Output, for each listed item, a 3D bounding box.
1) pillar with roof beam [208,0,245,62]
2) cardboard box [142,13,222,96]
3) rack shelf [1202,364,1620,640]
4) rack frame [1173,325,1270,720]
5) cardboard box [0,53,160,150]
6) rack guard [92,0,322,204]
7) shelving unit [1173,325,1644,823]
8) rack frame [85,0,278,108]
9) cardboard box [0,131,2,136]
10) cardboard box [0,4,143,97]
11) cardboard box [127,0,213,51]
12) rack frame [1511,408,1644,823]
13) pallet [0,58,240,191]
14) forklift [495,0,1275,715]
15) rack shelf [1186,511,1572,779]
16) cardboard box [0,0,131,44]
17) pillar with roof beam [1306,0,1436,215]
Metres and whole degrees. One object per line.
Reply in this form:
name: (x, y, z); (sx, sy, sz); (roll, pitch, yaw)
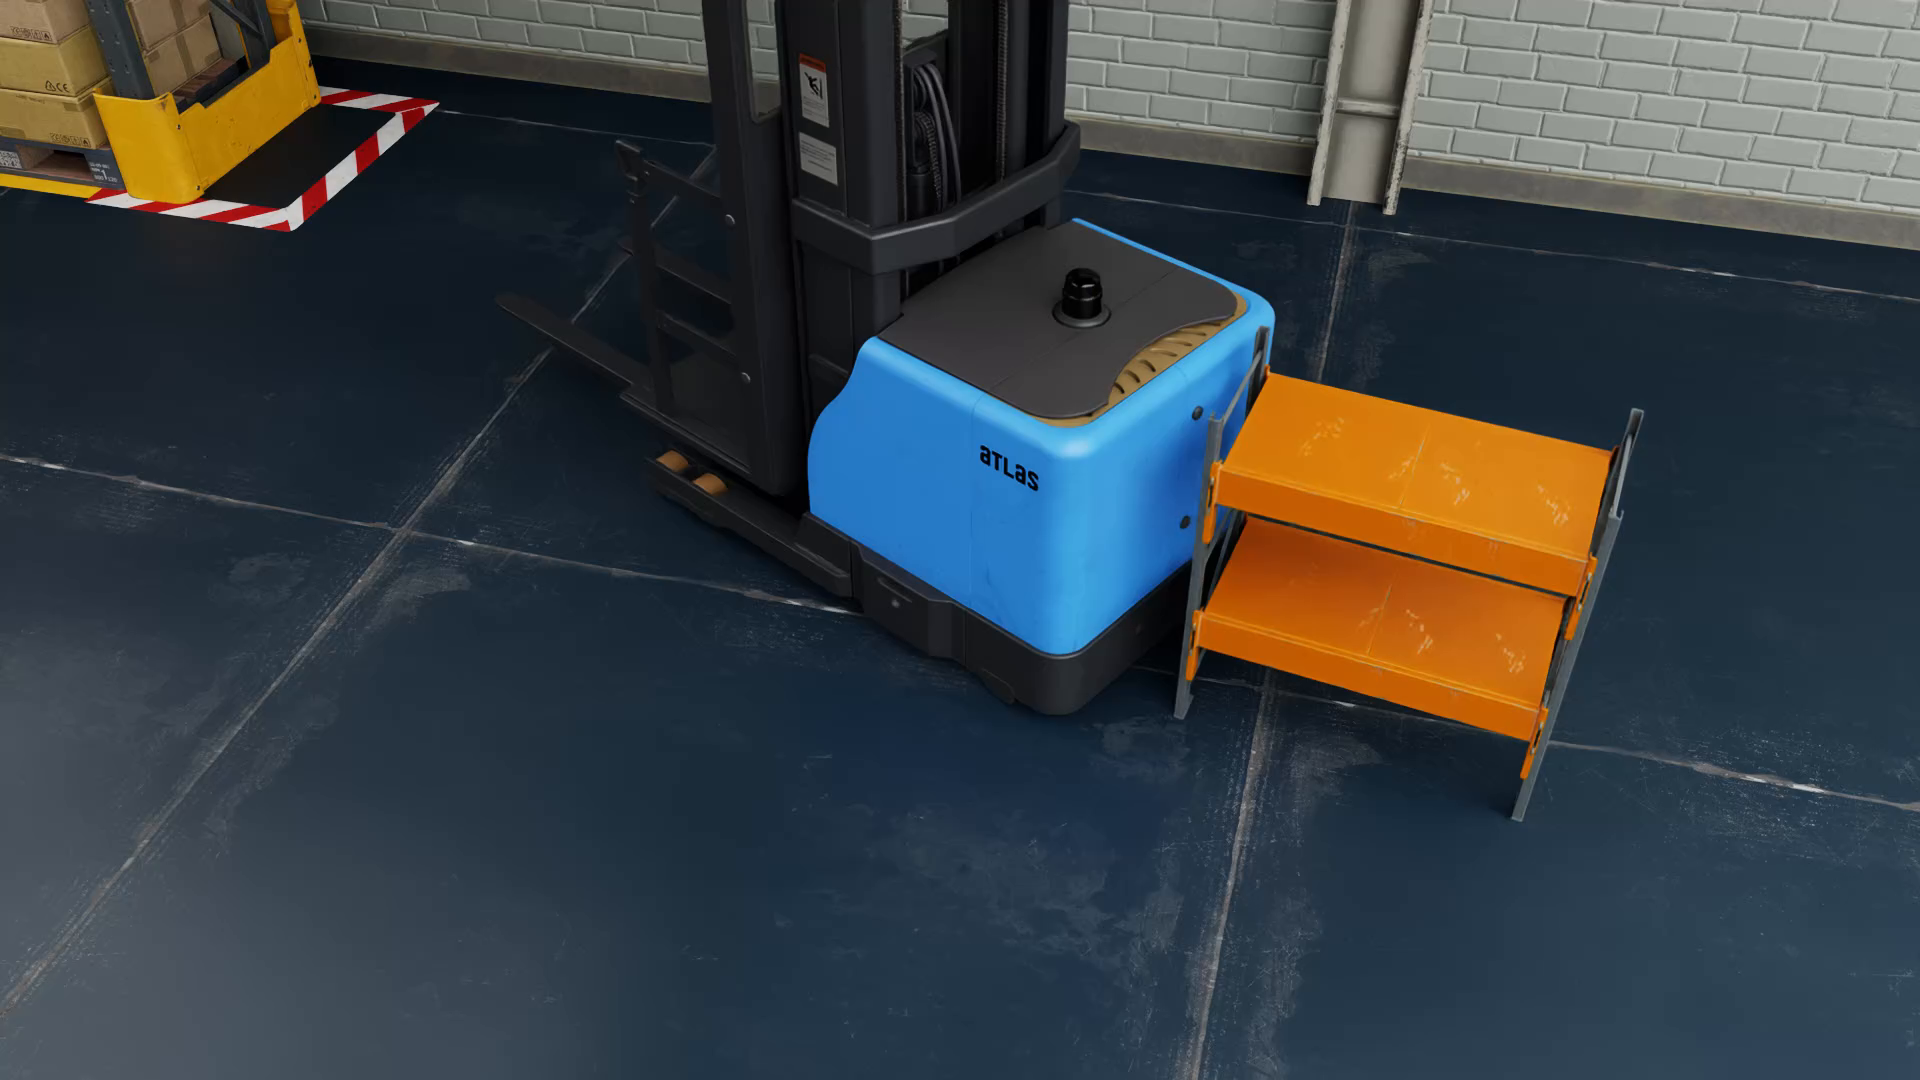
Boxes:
pillar with roof beam: (-5.100, -3.361, 2.755); (0.400, 9.000, 9.100); (10, 41, 11)
cardboard box: (-3.972, -2.374, 8.056); (0.500, 0.250, 0.500); (10, 41, 12)
rack shelf: (1.235, -0.124, 4.568); (1.000, 0.278, 0.538); (16, 42, 18)
rack frame: (0.768, -0.030, 4.911); (0.032, 1.125, 0.500); (16, 42, 18)
cardboard box: (-4.084, -2.053, 7.673); (0.500, 0.250, 0.500); (10, 41, 12)
rack guard: (-3.525, -2.102, 7.864); (0.348, 0.500, 1.175); (10, 41, 11)
shelving unit: (1.235, 0.100, 4.756); (1.048, 1.125, 0.538); (16, 42, 18)
rack frame: (-3.548, -3.063, 7.065); (0.127, 3.000, 1.000); (10, 41, 11)
cardboard box: (-4.562, -2.141, 7.779); (0.500, 0.250, 0.500); (10, 41, 11)
cardboard box: (-4.099, -2.249, 7.518); (0.500, 0.250, 0.500); (9, 41, 11)
cardboard box: (-3.949, -2.570, 7.900); (0.500, 0.250, 0.500); (10, 41, 12)
rack frame: (1.701, 0.231, 4.601); (0.032, 1.125, 0.500); (16, 42, 18)
pallet: (-4.298, -2.096, 8.082); (1.213, 0.211, 1.003); (10, 41, 11)
forklift: (-0.480, -1.411, 5.151); (3.031, 2.935, 1.130); (30, 48, 31)
rack shelf: (1.235, 0.288, 4.913); (1.000, 0.278, 0.538); (16, 42, 18)
cardboard box: (-4.074, -2.437, 7.353); (0.500, 0.250, 0.500); (11, 41, 13)
pillar with roof beam: (0.696, -2.364, 1.568); (0.400, 9.000, 9.100); (10, 41, 11)
